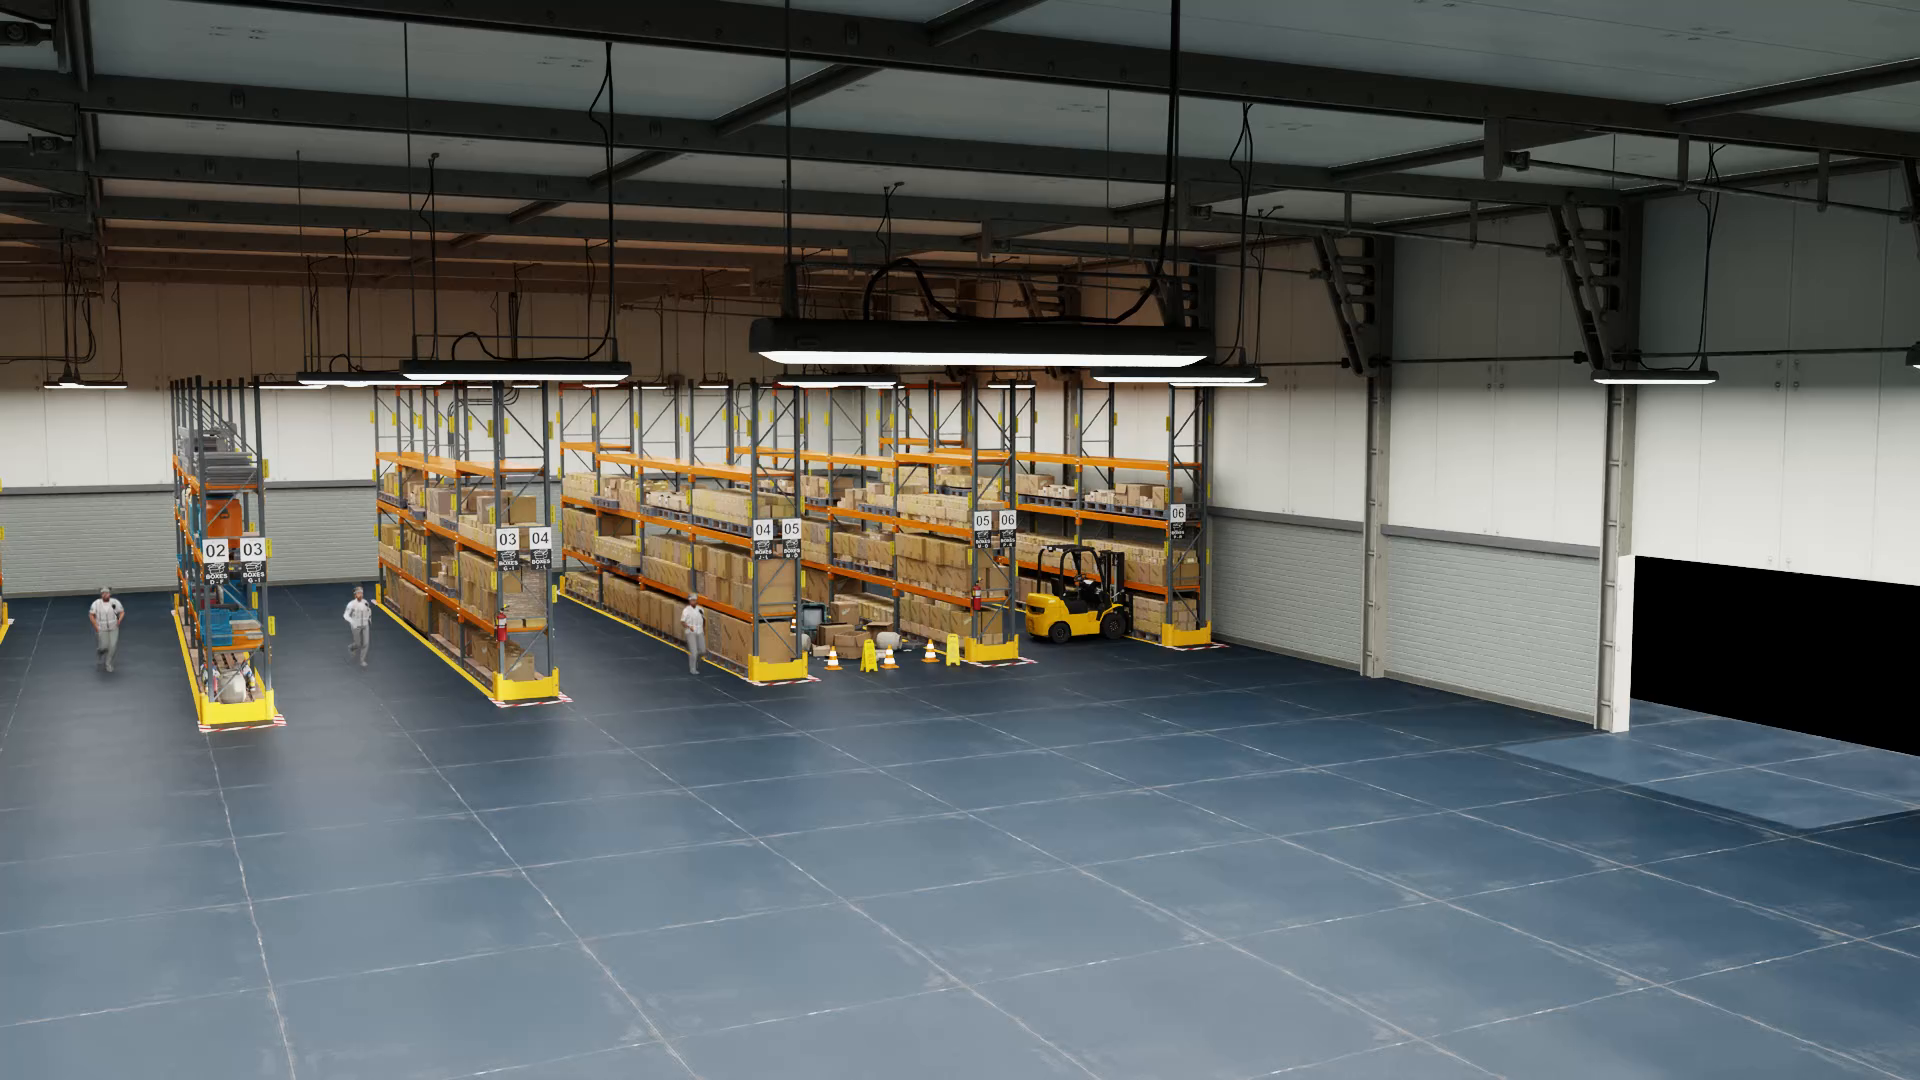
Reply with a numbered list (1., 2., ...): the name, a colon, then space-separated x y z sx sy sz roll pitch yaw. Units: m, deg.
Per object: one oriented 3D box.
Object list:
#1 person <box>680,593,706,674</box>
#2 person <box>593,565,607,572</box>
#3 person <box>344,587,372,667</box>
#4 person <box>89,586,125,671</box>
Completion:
1. person: -5.370 1.897 33.727 0.571 1.653 0.551 -3 6 -32
2. person: -10.557 0.572 48.886 0.688 1.618 0.597 2 5 18
3. person: -12.598 1.802 34.882 0.617 1.671 0.696 -5 7 -42
4. person: -17.569 1.812 34.296 0.653 1.758 0.647 -3 6 -31
